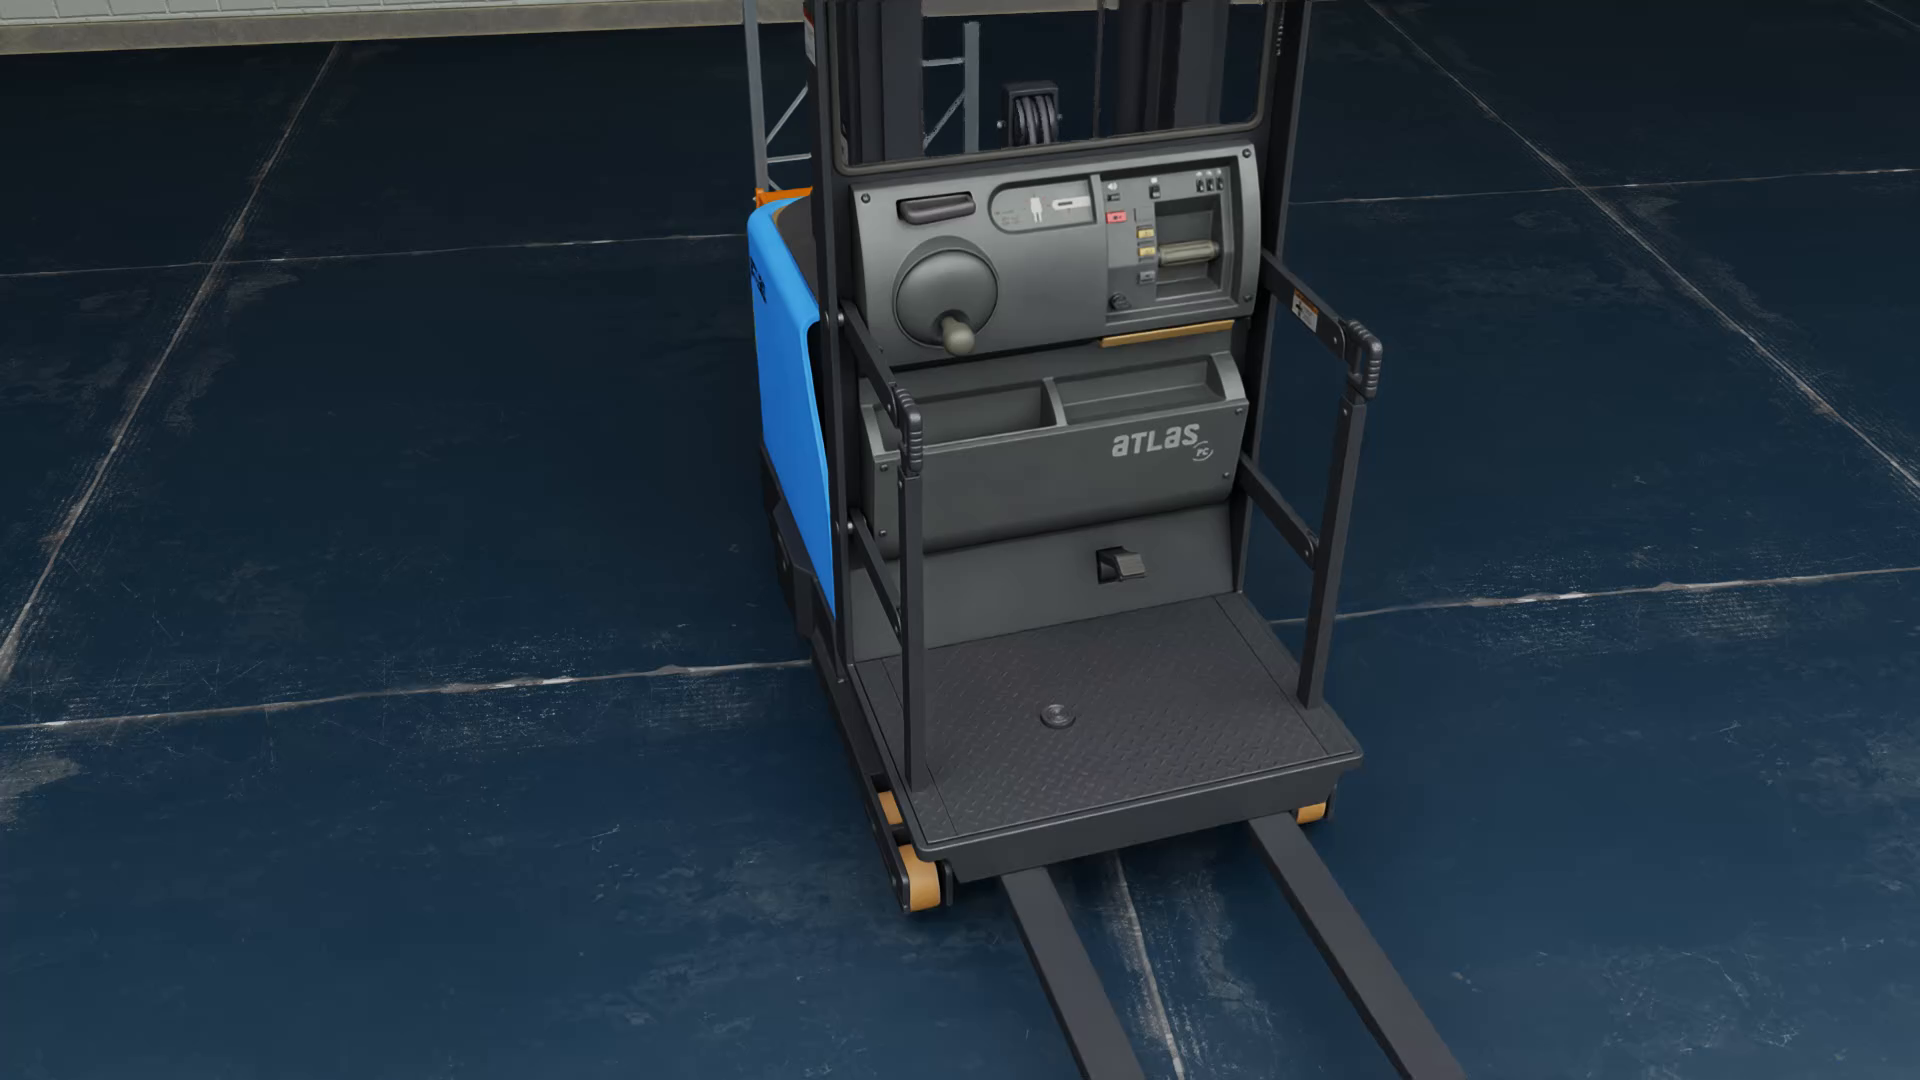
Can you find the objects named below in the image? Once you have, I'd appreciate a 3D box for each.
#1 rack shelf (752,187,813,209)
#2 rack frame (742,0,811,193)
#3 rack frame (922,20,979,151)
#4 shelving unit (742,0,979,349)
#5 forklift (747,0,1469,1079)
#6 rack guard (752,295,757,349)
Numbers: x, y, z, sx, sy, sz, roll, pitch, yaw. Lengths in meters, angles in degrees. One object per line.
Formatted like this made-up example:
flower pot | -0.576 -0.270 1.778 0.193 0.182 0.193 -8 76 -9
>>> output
rack shelf | -0.338 -0.949 5.631 0.538 0.185 1.000 -10 35 -14
rack frame | -0.486 -1.372 5.931 0.500 1.500 0.032 -10 35 -14
rack frame | -0.189 -0.824 5.128 0.500 1.500 0.032 -10 35 -14
shelving unit | -0.335 -1.093 5.522 0.587 1.500 1.083 -10 35 -14
forklift | 0.293 -0.581 3.500 1.130 2.935 3.031 -10 35 -14
rack guard | -0.481 -0.845 6.268 0.587 0.250 0.087 -10 35 -14
